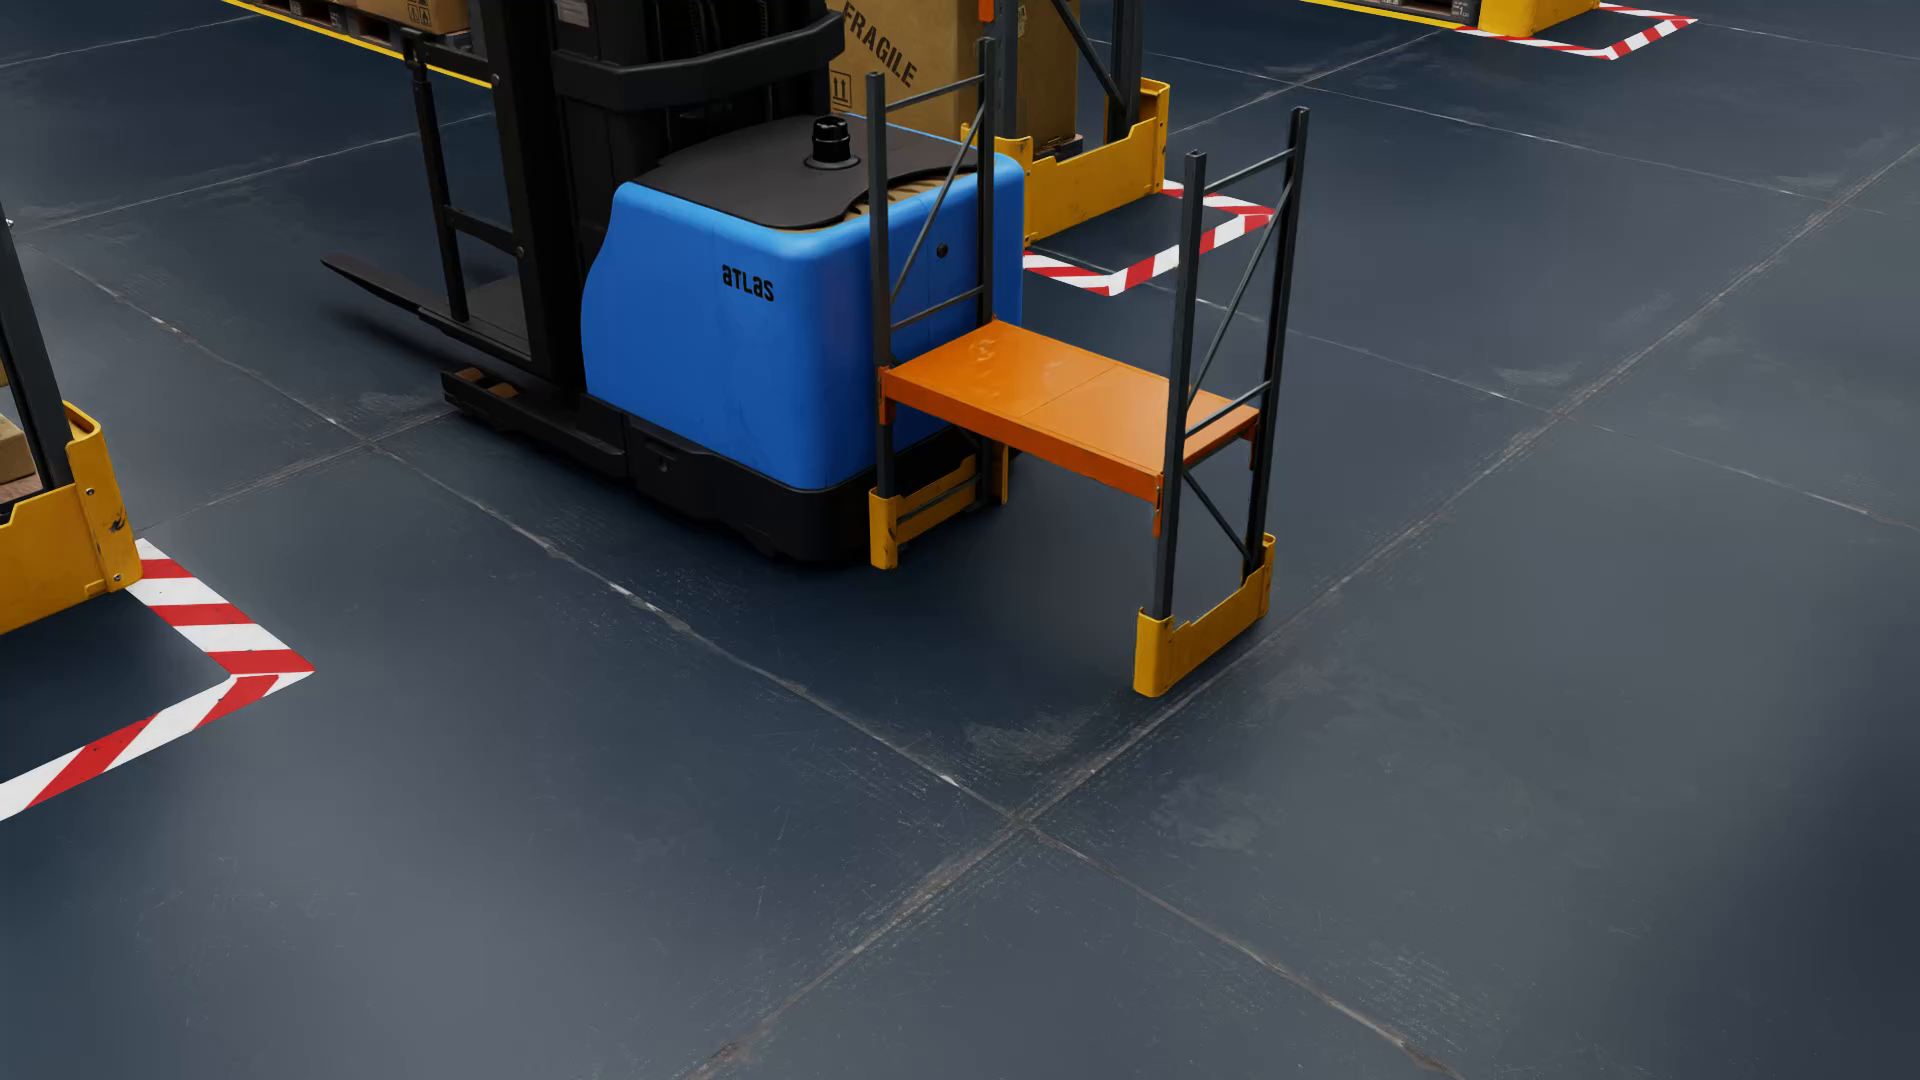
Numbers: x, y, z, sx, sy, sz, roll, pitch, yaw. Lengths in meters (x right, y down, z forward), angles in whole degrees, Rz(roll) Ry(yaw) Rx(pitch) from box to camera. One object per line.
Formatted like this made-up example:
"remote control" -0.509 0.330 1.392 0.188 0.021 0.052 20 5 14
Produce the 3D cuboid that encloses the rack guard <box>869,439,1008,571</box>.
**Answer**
"rack guard" -0.060 -0.136 5.234 0.087 0.250 0.587 24 39 34

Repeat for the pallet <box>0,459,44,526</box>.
"pallet" -3.560 -0.109 5.227 1.213 0.211 1.003 25 39 35

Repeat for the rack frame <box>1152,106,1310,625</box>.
"rack frame" 0.692 -0.334 4.351 0.032 1.500 0.500 24 39 34

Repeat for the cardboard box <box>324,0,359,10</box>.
"cardboard box" -3.638 -4.022 10.675 0.875 0.875 1.225 24 38 34

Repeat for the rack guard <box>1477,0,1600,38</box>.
"rack guard" 3.829 -3.664 10.852 0.348 0.500 1.175 25 39 35

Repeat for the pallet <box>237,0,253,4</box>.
"pallet" -4.919 -4.117 11.884 1.213 0.211 1.003 25 39 35

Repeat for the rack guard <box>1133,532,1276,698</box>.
"rack guard" 0.691 0.201 4.674 0.087 0.250 0.587 24 39 34

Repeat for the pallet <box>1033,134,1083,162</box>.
"pallet" -0.167 -1.897 8.196 1.213 0.211 1.003 25 39 35

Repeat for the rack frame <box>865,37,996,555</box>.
"rack frame" -0.074 -0.678 4.923 0.032 1.500 0.500 24 39 34

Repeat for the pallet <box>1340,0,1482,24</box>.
"pallet" 3.217 -3.844 11.431 1.213 0.211 1.003 25 39 35

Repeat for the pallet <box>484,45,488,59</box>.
"pallet" -1.976 -2.741 9.599 1.213 0.211 1.003 25 39 35

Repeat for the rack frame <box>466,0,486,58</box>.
"rack frame" -2.487 -4.229 9.367 0.127 3.000 1.000 25 39 35

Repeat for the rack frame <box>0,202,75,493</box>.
"rack frame" -2.925 -0.983 3.975 0.127 3.000 1.000 25 39 35

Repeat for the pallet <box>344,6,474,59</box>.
"pallet" -3.110 -3.273 10.482 1.213 0.211 1.003 25 39 35

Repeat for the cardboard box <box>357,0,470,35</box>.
"cardboard box" -2.975 -3.713 10.162 0.875 0.875 1.225 25 39 35

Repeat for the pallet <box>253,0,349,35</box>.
"pallet" -4.019 -3.695 11.183 1.213 0.211 1.003 25 39 35

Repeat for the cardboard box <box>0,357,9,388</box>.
"cardboard box" -3.085 -0.508 4.965 0.250 0.149 0.380 23 38 33

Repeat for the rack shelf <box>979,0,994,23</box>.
"rack shelf" -1.004 -3.229 8.402 4.000 0.370 1.077 25 39 35

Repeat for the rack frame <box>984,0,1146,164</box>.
"rack frame" 0.479 -2.845 7.067 0.127 3.000 1.000 25 39 35

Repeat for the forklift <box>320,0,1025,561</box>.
"forklift" -1.226 -1.823 5.436 3.031 2.935 1.130 24 39 34

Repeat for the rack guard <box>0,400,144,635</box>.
"rack guard" -2.981 0.062 4.663 0.348 0.500 1.175 25 39 35

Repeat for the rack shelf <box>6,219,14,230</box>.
"rack shelf" -4.407 -1.367 5.310 4.000 0.370 1.077 25 39 35

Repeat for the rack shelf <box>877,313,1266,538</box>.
"rack shelf" 0.309 -0.352 4.730 1.000 0.185 0.538 24 39 34

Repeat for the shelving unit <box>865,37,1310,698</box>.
"shelving unit" 0.316 -0.503 4.632 1.083 1.500 0.587 24 39 34

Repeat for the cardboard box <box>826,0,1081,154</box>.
"cardboard box" -0.050 -2.305 7.824 0.875 0.875 0.875 25 39 35

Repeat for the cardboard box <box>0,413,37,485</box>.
"cardboard box" -3.098 -0.245 5.106 0.250 0.149 0.380 26 40 36

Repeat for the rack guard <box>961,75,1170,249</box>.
"rack guard" 0.496 -1.766 7.698 0.348 0.500 1.175 25 39 35
